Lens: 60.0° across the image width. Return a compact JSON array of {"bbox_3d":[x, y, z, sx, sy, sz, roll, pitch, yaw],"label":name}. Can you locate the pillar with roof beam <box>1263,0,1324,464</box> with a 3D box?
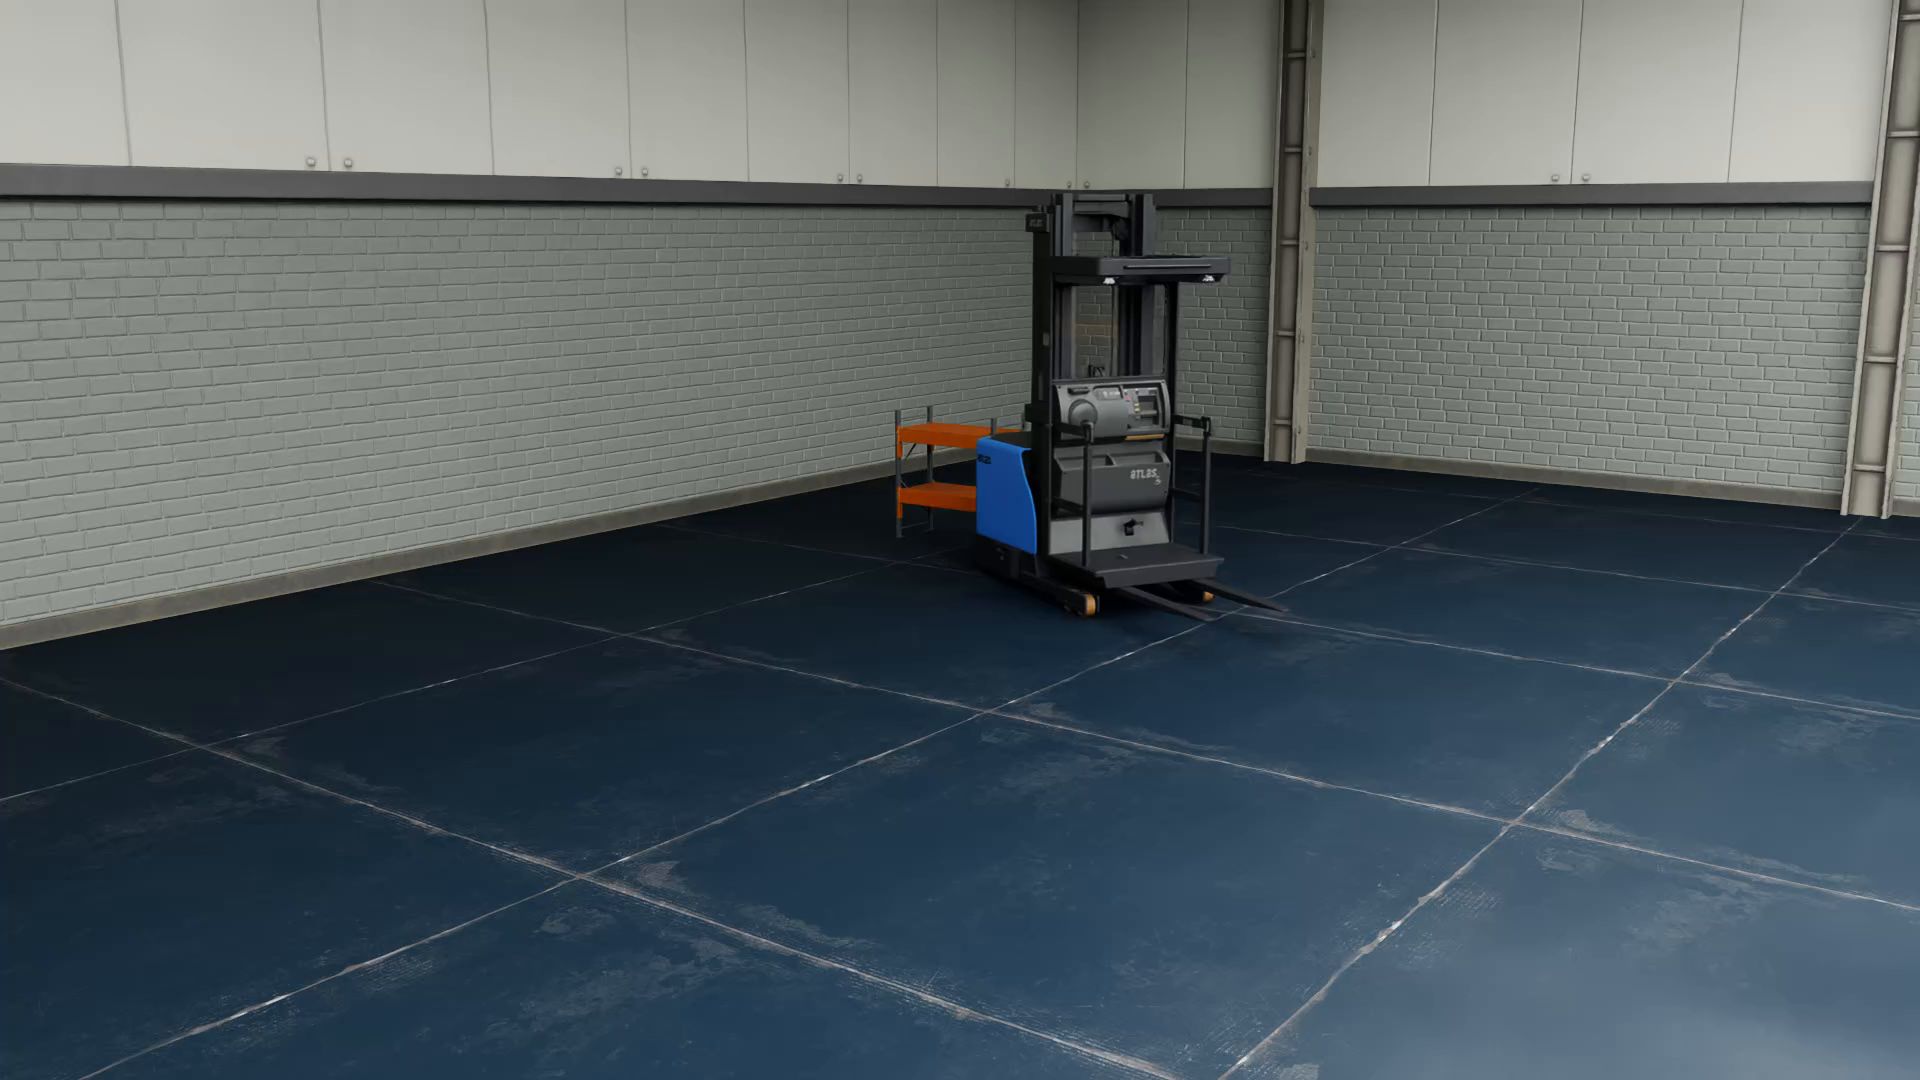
[{"bbox_3d":[1.216,-4.676,15.010,0.400,9.000,9.100,8,13,36],"label":"pillar with roof beam"}]

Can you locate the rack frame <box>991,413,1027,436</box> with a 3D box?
[{"bbox_3d":[0.415,-0.494,14.124,0.032,1.125,0.500,8,13,36],"label":"rack frame"}]

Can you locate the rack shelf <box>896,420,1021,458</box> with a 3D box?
[{"bbox_3d":[0.005,-0.839,14.363,1.000,0.278,0.538,8,13,36],"label":"rack shelf"}]

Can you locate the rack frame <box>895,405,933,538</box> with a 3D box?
[{"bbox_3d":[-0.404,-0.609,14.714,0.032,1.125,0.500,8,13,36],"label":"rack frame"}]

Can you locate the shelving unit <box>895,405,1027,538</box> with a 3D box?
[{"bbox_3d":[0.005,-0.552,14.419,1.048,1.125,0.538,8,13,36],"label":"shelving unit"}]

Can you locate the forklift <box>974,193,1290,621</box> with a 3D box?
[{"bbox_3d":[1.214,-0.990,11.932,1.130,2.935,3.031,-5,12,-26],"label":"forklift"}]

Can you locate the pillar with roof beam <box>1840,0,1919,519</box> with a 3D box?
[{"bbox_3d":[6.052,-4.002,11.524,0.400,9.000,9.100,8,13,36],"label":"pillar with roof beam"}]

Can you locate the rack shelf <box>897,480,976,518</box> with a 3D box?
[{"bbox_3d":[0.005,-0.311,14.465,1.000,0.278,0.538,8,13,36],"label":"rack shelf"}]
